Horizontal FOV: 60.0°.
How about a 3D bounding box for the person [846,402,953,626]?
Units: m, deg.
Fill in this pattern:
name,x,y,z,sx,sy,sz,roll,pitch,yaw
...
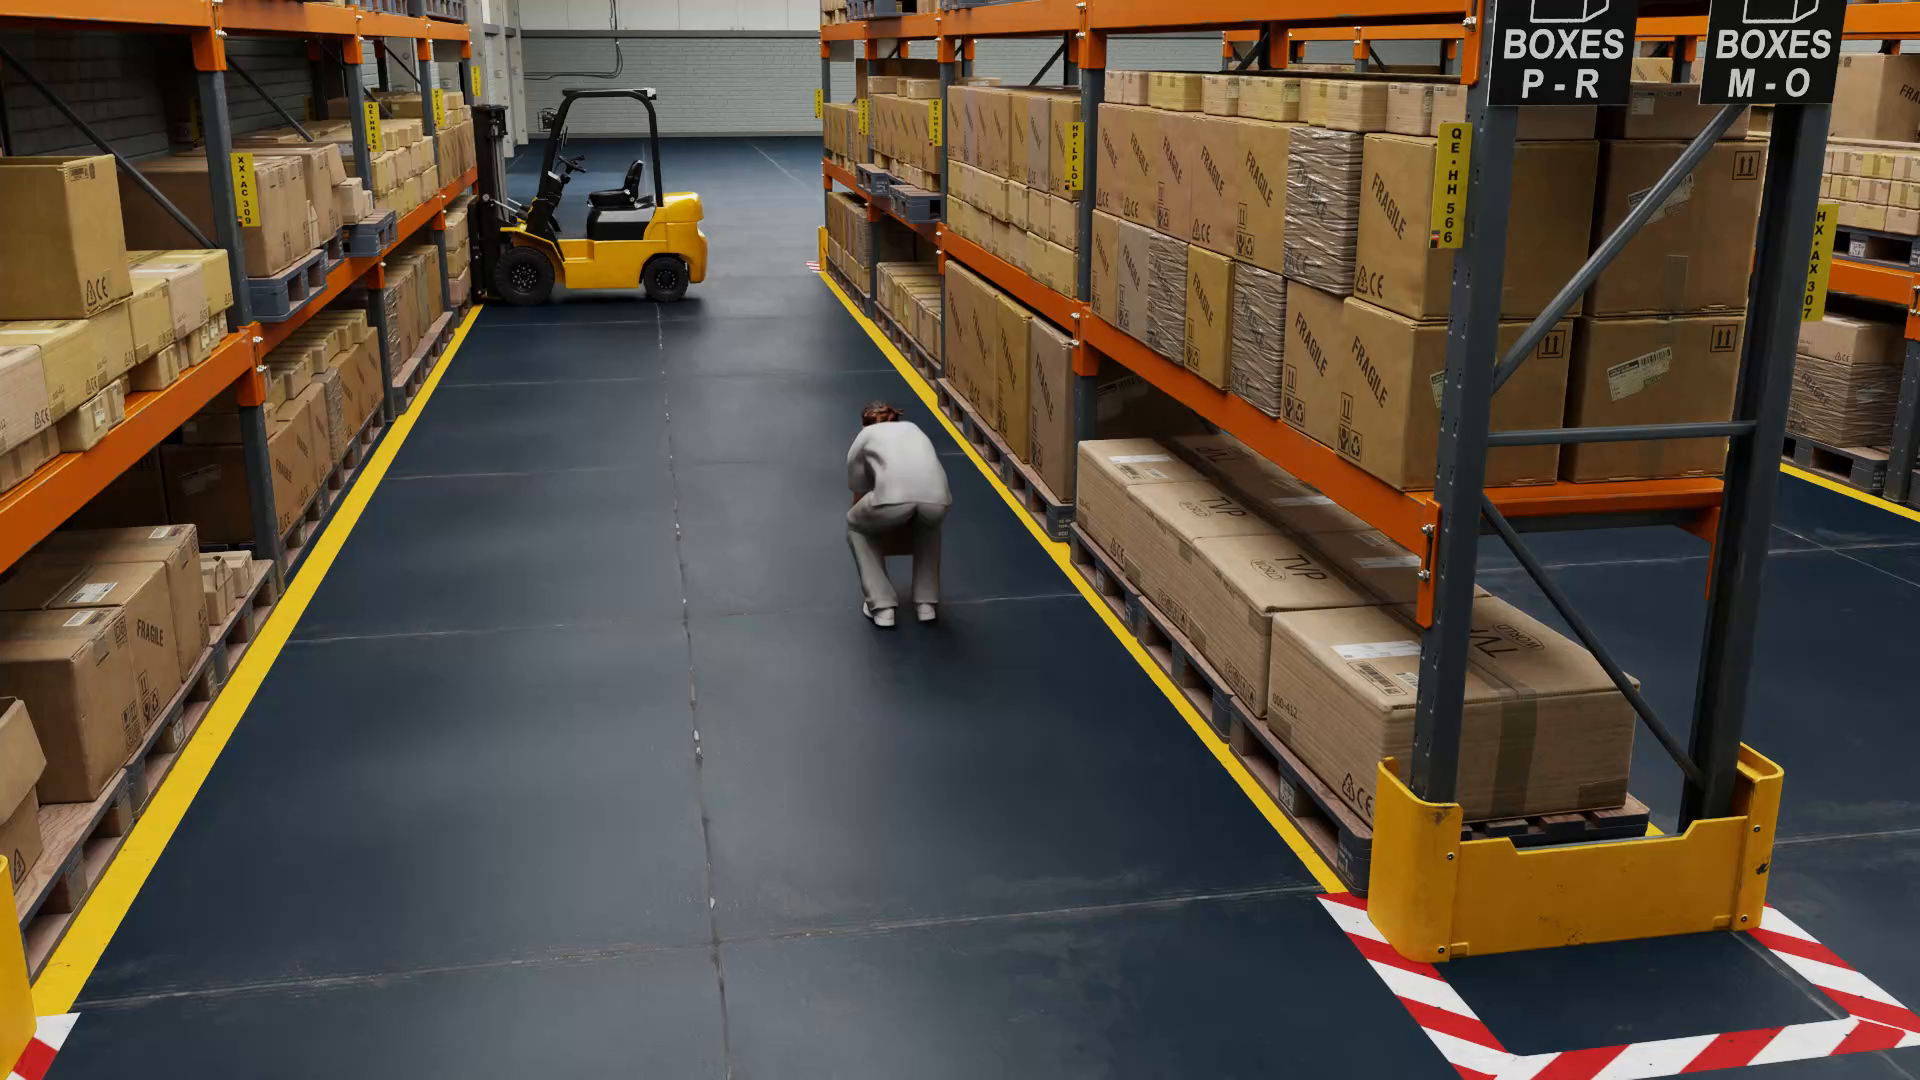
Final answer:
name,x,y,z,sx,sy,sz,roll,pitch,yaw
person,-0.297,-0.127,7.773,0.468,0.939,0.851,-4,17,-13
